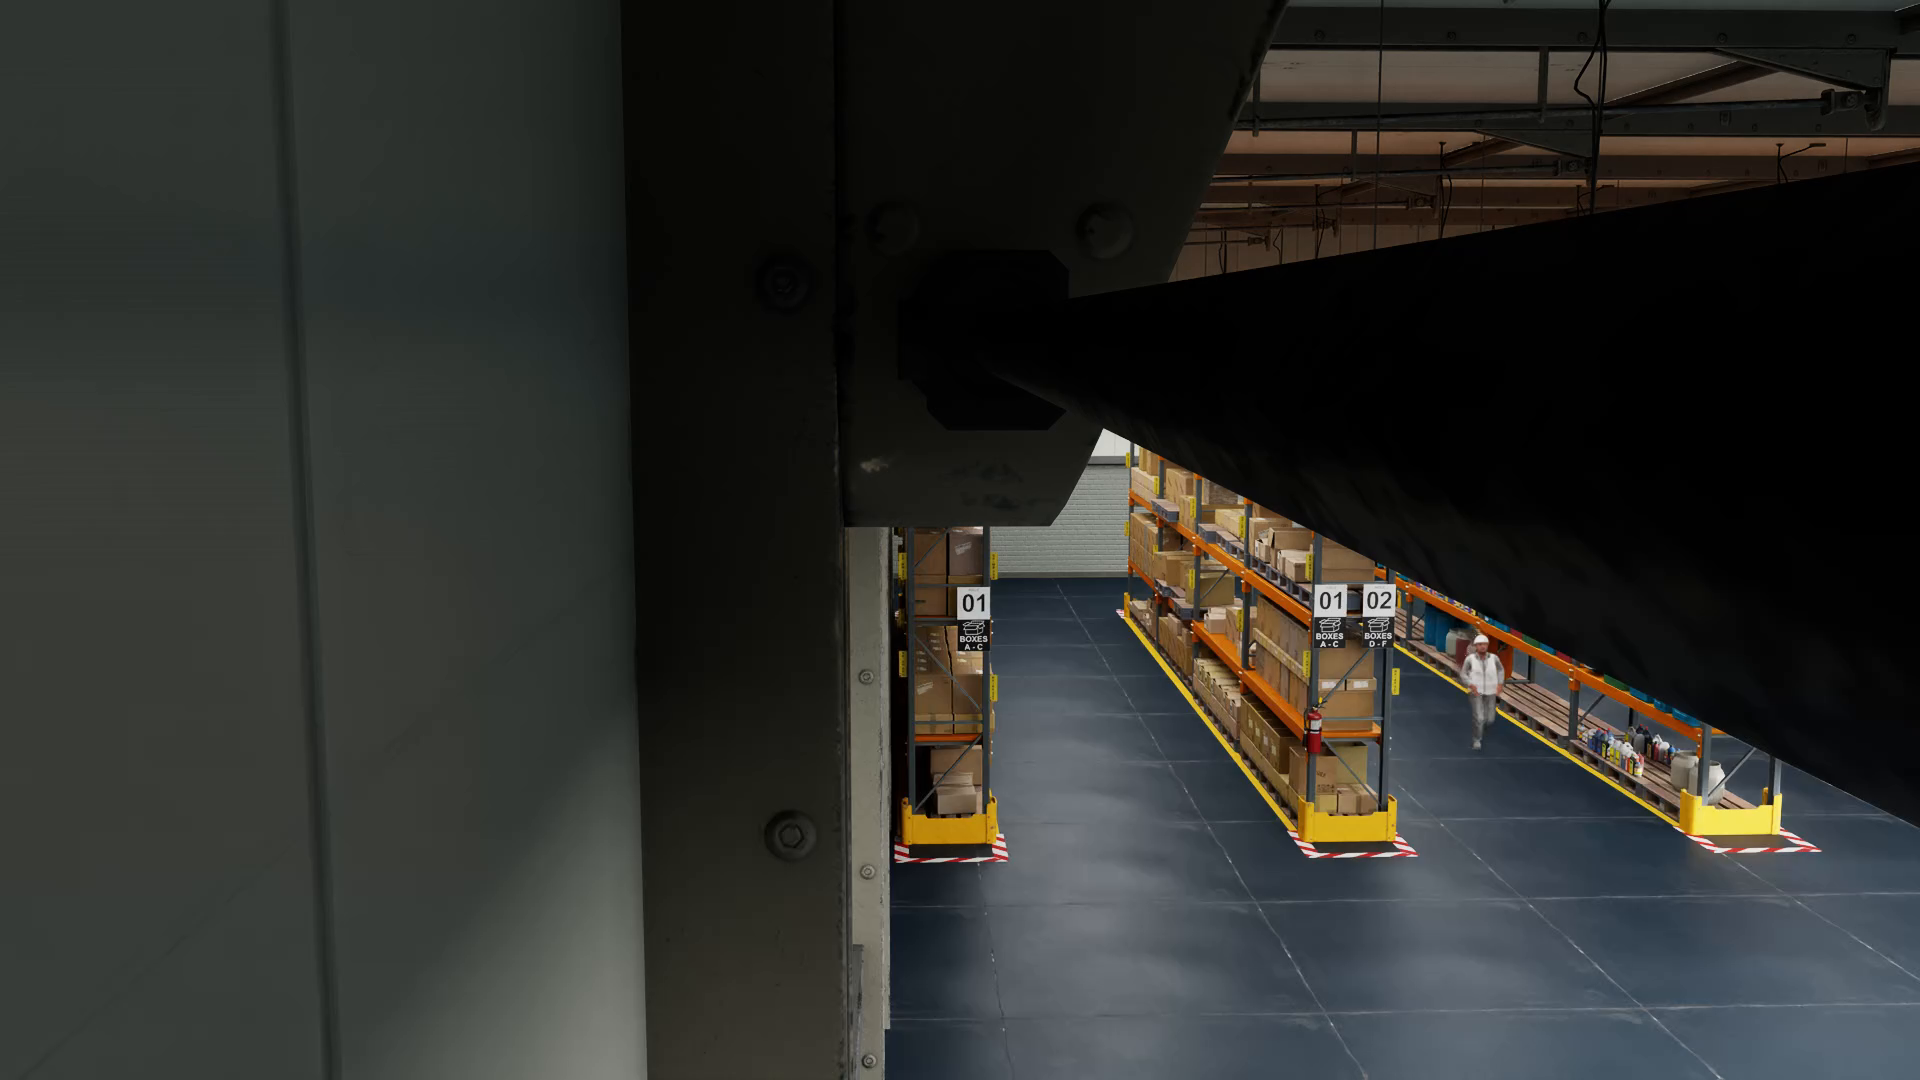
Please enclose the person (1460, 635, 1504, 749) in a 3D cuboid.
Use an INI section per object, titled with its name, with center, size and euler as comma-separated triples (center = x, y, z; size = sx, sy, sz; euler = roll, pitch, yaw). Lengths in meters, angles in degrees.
[person]
center = 7.858, 2.281, 25.030
size = 0.674, 1.738, 0.653
euler = 1, 7, 6
